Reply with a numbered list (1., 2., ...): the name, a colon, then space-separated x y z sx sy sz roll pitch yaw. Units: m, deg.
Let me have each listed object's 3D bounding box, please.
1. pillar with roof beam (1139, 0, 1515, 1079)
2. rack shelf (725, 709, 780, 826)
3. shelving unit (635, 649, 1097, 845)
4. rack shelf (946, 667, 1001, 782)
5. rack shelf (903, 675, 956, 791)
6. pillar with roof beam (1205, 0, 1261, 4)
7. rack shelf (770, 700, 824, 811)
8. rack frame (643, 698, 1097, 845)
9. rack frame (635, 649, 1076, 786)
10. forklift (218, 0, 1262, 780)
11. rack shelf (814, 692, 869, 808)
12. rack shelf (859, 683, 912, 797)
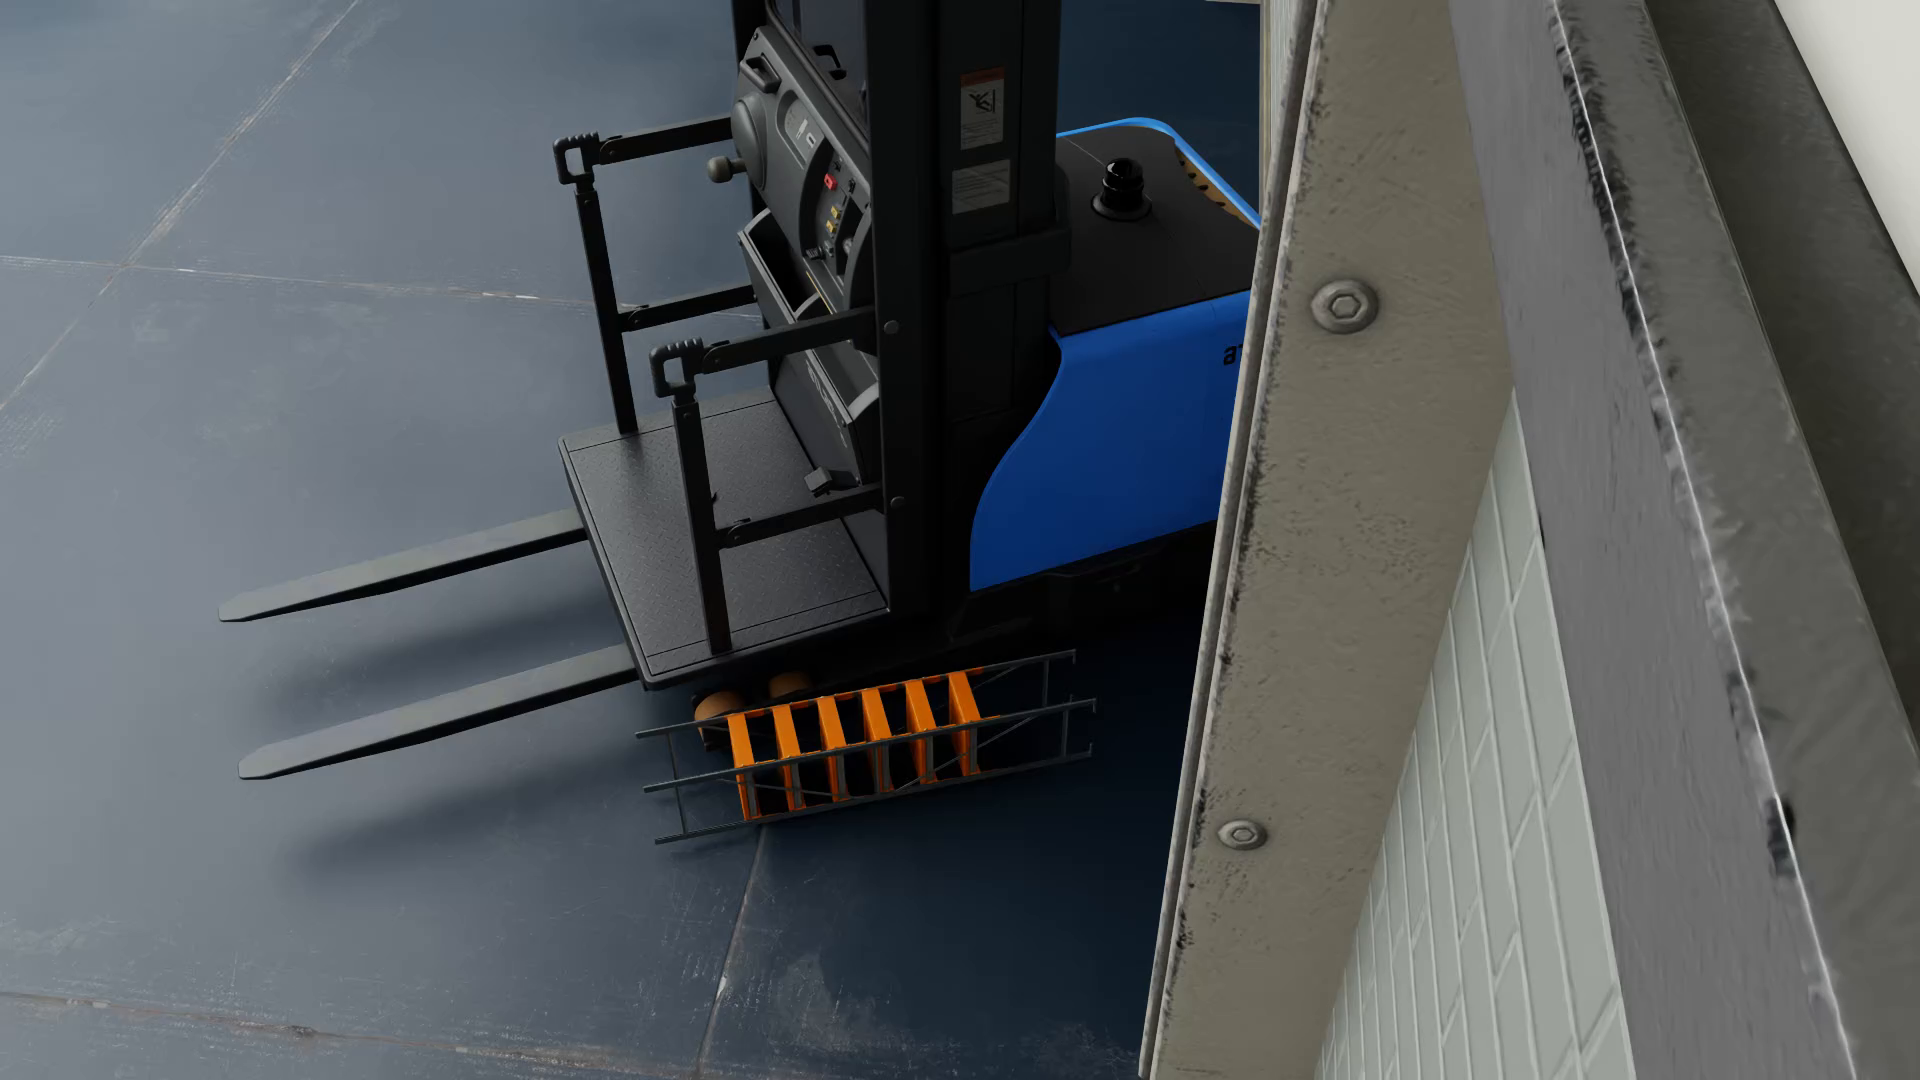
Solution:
1. pillar with roof beam: -3.712 -2.283 1.116 9.100 9.000 0.400 5 44 6
2. rack shelf: -0.547 0.603 4.399 0.103 0.258 0.180 -10 44 -10
3. shelving unit: -0.241 0.549 4.456 1.200 0.258 0.189 -10 44 -10
4. rack shelf: 0.035 0.501 4.507 0.103 0.258 0.180 -10 44 -10
5. rack shelf: -0.082 0.521 4.486 0.103 0.258 0.180 -10 44 -10
6. pillar with roof beam: -2.919 -6.372 5.435 9.100 9.000 0.400 5 44 6
7. rack shelf: -0.431 0.582 4.421 0.103 0.258 0.180 -10 44 -10
8. rack frame: -0.218 0.610 4.392 1.200 0.240 0.006 -10 44 -10
9. rack frame: -0.264 0.488 4.520 1.200 0.240 0.006 -10 44 -10
10. forklift: -0.582 -0.898 4.067 3.031 2.935 1.130 -16 46 -16
11. rack shelf: -0.314 0.562 4.442 0.103 0.258 0.180 -10 44 -10
12. rack shelf: -0.198 0.542 4.464 0.103 0.258 0.180 -10 44 -10
